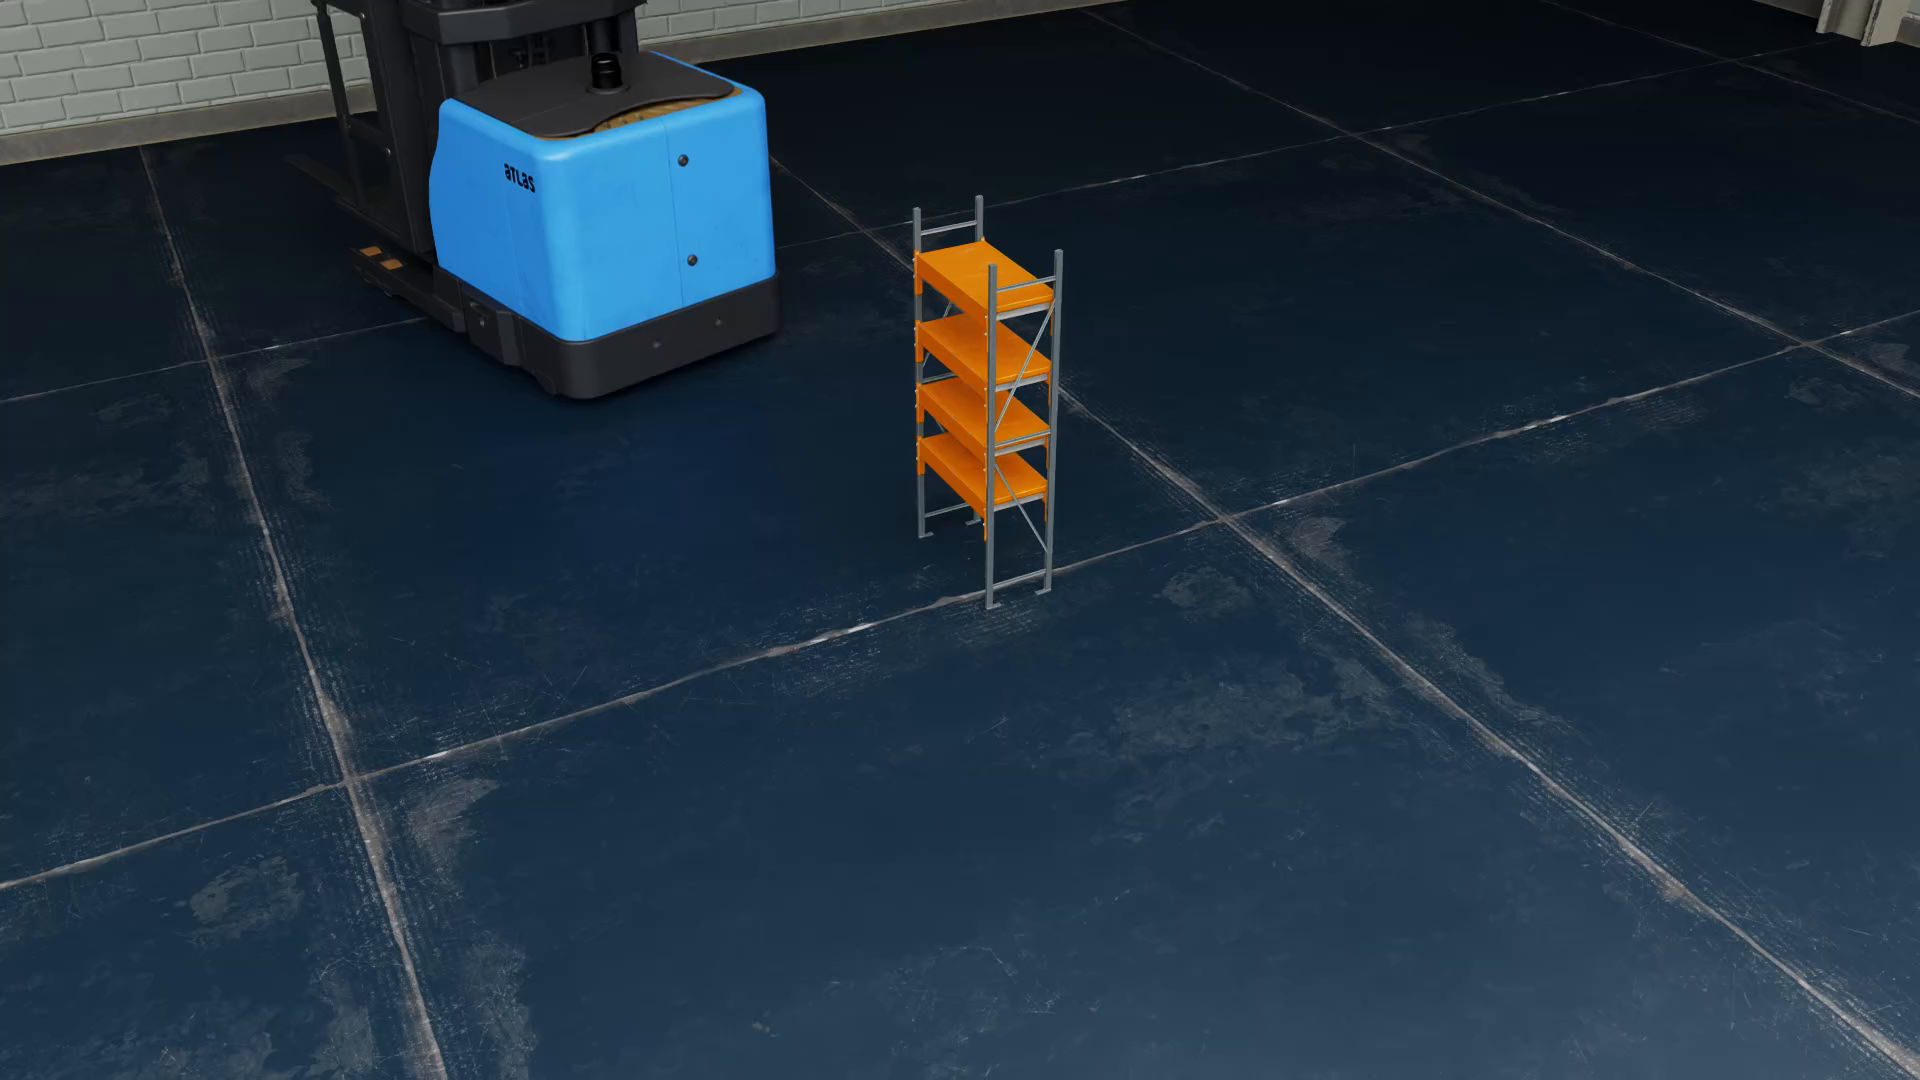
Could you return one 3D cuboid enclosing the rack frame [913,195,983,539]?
[{"bbox_3d":[-0.037,-0.543,5.485,0.240,1.200,0.015,-16,36,-23],"label":"rack frame"}]

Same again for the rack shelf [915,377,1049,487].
[{"bbox_3d":[0.077,-0.370,5.339,0.258,0.148,0.480,-16,36,-23],"label":"rack shelf"}]

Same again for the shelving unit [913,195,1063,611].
[{"bbox_3d":[0.077,-0.426,5.303,0.258,1.200,0.503,-16,36,-23],"label":"shelving unit"}]

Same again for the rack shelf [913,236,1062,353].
[{"bbox_3d":[0.077,-0.757,5.091,0.258,0.148,0.480,-16,36,-23],"label":"rack shelf"}]

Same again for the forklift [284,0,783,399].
[{"bbox_3d":[-2.117,-2.490,6.920,1.130,2.935,3.031,-26,41,-35],"label":"forklift"}]

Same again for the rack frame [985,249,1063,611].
[{"bbox_3d":[0.191,-0.310,5.121,0.240,1.200,0.015,-16,36,-23],"label":"rack frame"}]

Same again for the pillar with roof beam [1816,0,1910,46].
[{"bbox_3d":[2.078,-6.017,6.801,9.100,9.000,0.400,-16,36,-23],"label":"pillar with roof beam"}]

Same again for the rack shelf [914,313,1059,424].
[{"bbox_3d":[0.077,-0.558,5.219,0.258,0.148,0.480,-16,36,-23],"label":"rack shelf"}]

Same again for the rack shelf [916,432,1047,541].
[{"bbox_3d":[0.077,-0.202,5.446,0.258,0.148,0.480,-16,36,-23],"label":"rack shelf"}]
